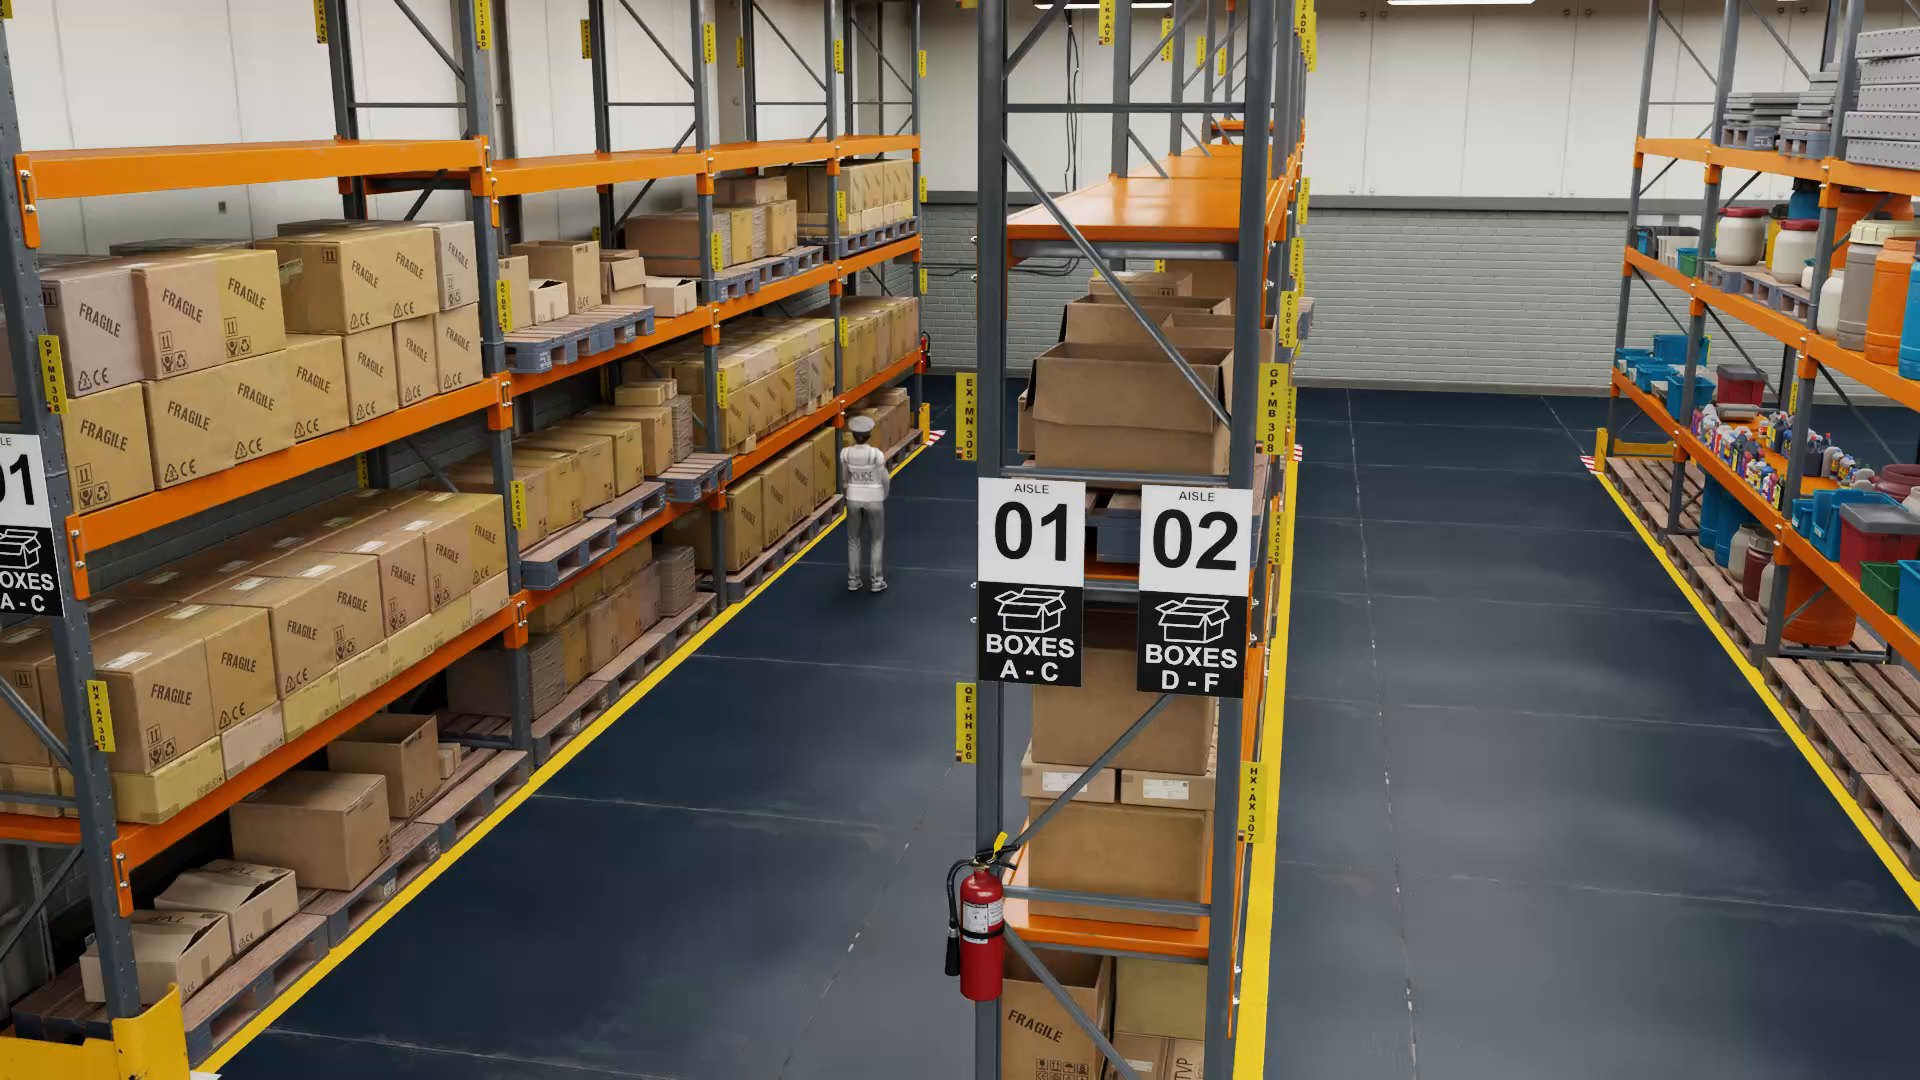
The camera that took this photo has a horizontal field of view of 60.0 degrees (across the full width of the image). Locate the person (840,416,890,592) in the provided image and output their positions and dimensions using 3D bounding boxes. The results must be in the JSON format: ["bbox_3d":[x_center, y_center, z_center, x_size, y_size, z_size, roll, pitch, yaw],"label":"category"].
[{"bbox_3d":[-0.885,-0.360,15.835,0.457,1.691,0.528,3,15,11],"label":"person"}]
